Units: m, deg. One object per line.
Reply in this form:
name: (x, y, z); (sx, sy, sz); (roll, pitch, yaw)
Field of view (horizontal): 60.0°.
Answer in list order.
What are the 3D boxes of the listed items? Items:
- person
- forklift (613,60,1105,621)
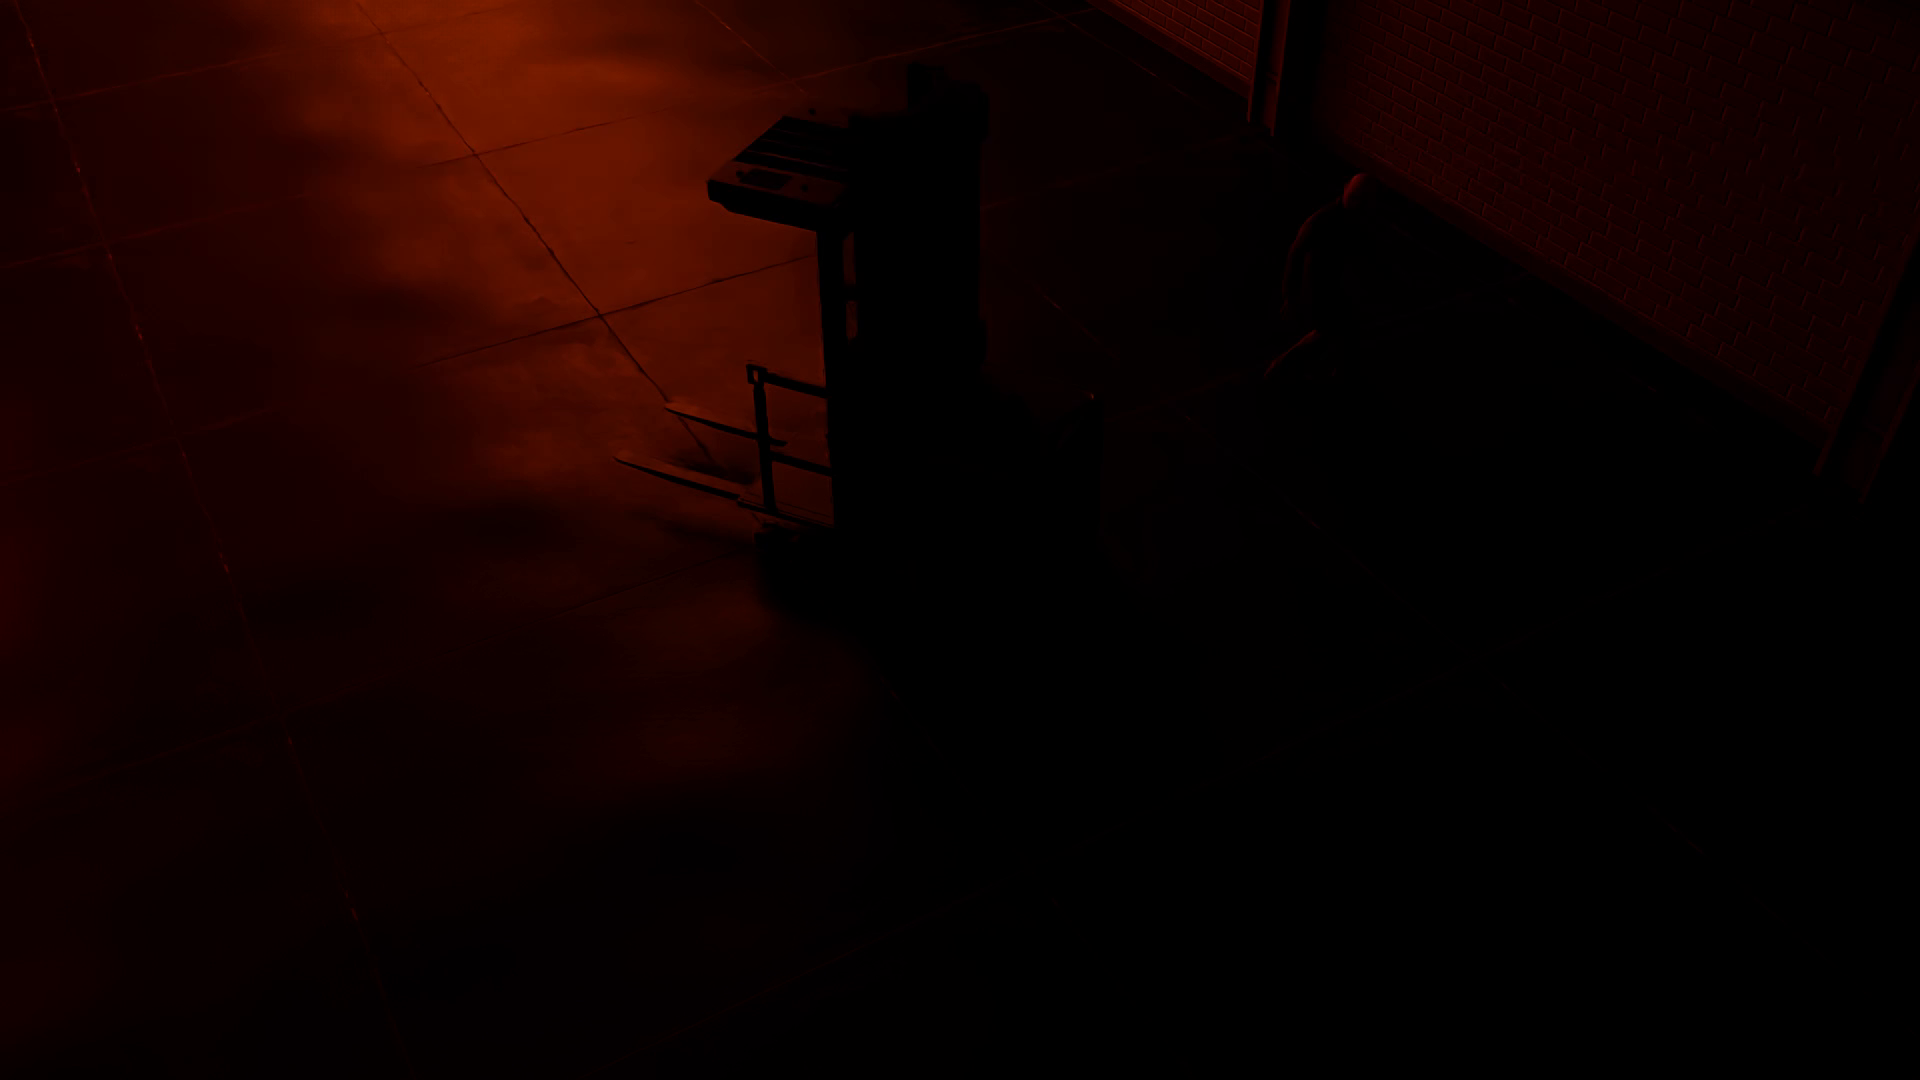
person: (2.520, -1.616, 11.021); (0.867, 1.646, 0.830); (11, 41, 13)
forklift: (-0.703, -1.282, 9.582); (3.031, 2.935, 1.130); (16, 42, 18)
